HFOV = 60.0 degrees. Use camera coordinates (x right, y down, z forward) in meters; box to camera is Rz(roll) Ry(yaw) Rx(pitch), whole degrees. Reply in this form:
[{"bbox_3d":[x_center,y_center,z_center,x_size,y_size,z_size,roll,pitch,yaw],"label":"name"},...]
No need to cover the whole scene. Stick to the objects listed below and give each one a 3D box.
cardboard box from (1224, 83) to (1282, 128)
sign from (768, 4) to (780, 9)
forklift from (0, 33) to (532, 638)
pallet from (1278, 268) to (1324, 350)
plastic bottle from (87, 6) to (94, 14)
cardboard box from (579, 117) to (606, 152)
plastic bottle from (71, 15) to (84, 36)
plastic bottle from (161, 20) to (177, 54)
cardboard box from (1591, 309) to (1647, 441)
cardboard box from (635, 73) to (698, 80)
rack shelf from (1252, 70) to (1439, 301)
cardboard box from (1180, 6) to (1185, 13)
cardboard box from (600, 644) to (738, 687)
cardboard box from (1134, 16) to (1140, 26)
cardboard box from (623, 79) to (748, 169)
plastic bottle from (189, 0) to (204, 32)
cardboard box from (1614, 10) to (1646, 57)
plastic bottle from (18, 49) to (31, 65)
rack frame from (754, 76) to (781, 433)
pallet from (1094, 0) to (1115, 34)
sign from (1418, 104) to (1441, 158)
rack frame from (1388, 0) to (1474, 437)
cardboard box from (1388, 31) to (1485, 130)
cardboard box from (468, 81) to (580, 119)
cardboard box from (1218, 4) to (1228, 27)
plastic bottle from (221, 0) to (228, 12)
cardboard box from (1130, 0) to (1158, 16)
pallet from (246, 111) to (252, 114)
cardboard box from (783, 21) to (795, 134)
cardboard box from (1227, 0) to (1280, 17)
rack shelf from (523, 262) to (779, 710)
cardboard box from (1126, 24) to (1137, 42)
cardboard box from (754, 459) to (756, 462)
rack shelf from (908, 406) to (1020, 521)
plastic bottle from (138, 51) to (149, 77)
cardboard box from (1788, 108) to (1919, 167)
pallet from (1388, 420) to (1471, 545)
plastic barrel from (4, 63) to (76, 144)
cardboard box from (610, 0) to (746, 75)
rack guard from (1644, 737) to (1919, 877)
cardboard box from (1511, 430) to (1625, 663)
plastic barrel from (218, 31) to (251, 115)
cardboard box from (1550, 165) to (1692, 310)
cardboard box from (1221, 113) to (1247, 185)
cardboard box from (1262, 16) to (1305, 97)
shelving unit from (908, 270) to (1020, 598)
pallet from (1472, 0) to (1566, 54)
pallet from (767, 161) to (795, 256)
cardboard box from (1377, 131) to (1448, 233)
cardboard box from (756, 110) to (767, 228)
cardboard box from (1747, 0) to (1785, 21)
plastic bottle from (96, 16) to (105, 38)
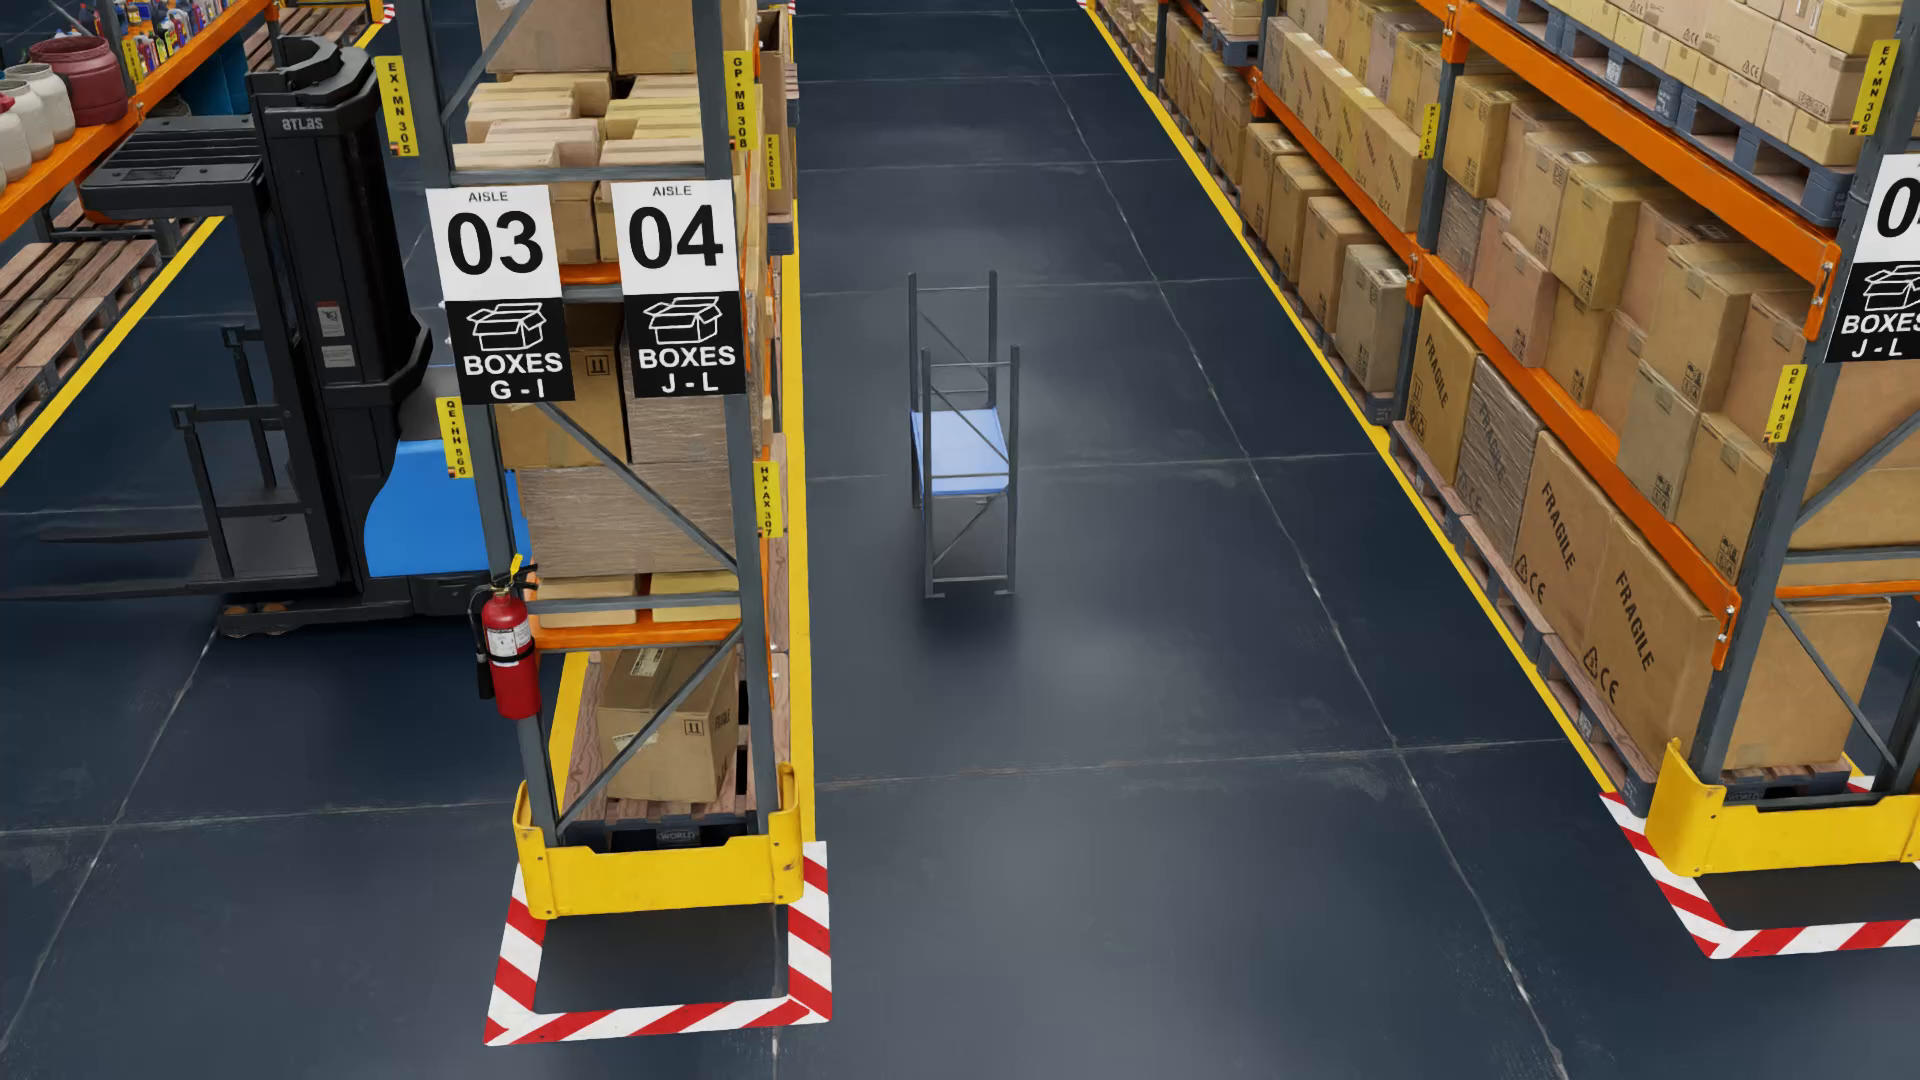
[{"bbox_3d":[2.613,-3.788,14.463,0.500,0.250,0.500,-3,31,-6],"label":"cardboard box"},{"bbox_3d":[-1.471,-4.330,13.022,0.100,0.325,0.005,-3,31,-5],"label":"sign"},{"bbox_3d":[-3.638,-1.025,8.607,3.031,2.935,1.130,-4,31,-6],"label":"forklift"},{"bbox_3d":[3.047,-1.798,12.554,1.003,0.211,1.213,-3,31,-5],"label":"pallet"},{"bbox_3d":[-7.540,-4.481,14.441,0.061,0.283,0.133,-3,31,-5],"label":"plastic bottle"},{"bbox_3d":[-1.610,-1.464,6.497,0.500,0.250,0.500,-3,31,-4],"label":"cardboard box"},{"bbox_3d":[-7.511,-4.318,14.169,0.061,0.283,0.133,-3,31,-5],"label":"plastic bottle"},{"bbox_3d":[-6.721,-4.263,14.087,0.097,0.271,0.097,0,31,0],"label":"plastic bottle"},{"bbox_3d":[3.605,-0.761,7.953,0.875,0.550,0.550,-3,31,-5],"label":"cardboard box"},{"bbox_3d":[-1.105,-1.825,6.712,0.380,0.149,0.250,-3,31,-5],"label":"cardboard box"},{"bbox_3d":[3.125,-2.692,12.034,1.077,0.370,4.000,-3,31,-5],"label":"rack shelf"},{"bbox_3d":[2.652,-5.864,18.433,0.380,0.149,0.250,-4,31,-6],"label":"cardboard box"},{"bbox_3d":[-1.394,0.518,7.986,0.500,0.500,0.500,5,31,8],"label":"cardboard box"},{"bbox_3d":[2.169,-5.830,18.665,0.380,0.149,0.250,-2,31,-3],"label":"cardboard box"},{"bbox_3d":[-1.147,-1.750,6.975,0.500,0.250,0.500,-3,31,-5],"label":"cardboard box"},{"bbox_3d":[-6.774,-4.658,14.737,0.061,0.283,0.133,-3,31,-5],"label":"plastic bottle"},{"bbox_3d":[3.175,-2.273,7.443,0.380,0.149,0.250,-2,31,-4],"label":"cardboard box"},{"bbox_3d":[-7.404,-3.735,13.192,0.061,0.283,0.133,-3,31,-5],"label":"plastic bottle"},{"bbox_3d":[-1.636,-1.794,9.828,1.000,3.000,0.127,-3,31,-5],"label":"rack frame"},{"bbox_3d":[2.238,-6.454,20.350,1.003,0.211,1.213,-3,31,-5],"label":"pallet"},{"bbox_3d":[2.772,-2.412,9.811,0.100,0.325,0.005,-3,31,-5],"label":"sign"},{"bbox_3d":[3.312,-1.980,10.140,1.000,3.000,0.127,-3,31,-5],"label":"rack frame"},{"bbox_3d":[3.209,-2.968,10.721,0.700,0.500,0.500,-3,31,-5],"label":"cardboard box"},{"bbox_3d":[-1.689,-1.673,6.458,0.380,0.149,0.250,-3,31,-4],"label":"cardboard box"},{"bbox_3d":[2.413,-4.451,14.113,0.380,0.149,0.250,-3,31,-5],"label":"cardboard box"},{"bbox_3d":[-6.886,-5.072,15.364,0.144,0.351,0.185,-3,31,-5],"label":"plastic bottle"},{"bbox_3d":[2.114,-5.971,18.611,0.380,0.149,0.250,-4,31,-7],"label":"cardboard box"},{"bbox_3d":[-7.284,-4.048,16.321,1.003,0.211,1.213,-3,31,-5],"label":"pallet"},{"bbox_3d":[-2.220,-4.365,15.794,1.225,0.875,0.875,-4,31,-6],"label":"cardboard box"},{"bbox_3d":[2.438,-4.453,13.825,0.380,0.149,0.250,-2,31,-4],"label":"cardboard box"},{"bbox_3d":[-1.449,-0.464,8.303,1.077,0.370,4.000,-3,31,-5],"label":"rack shelf"},{"bbox_3d":[2.091,-5.733,18.794,0.380,0.149,0.250,-3,31,-5],"label":"cardboard box"},{"bbox_3d":[-1.125,-0.312,7.593,0.380,0.149,0.250,-3,31,-5],"label":"cardboard box"},{"bbox_3d":[0.008,-0.446,9.385,0.538,0.185,1.000,-3,31,-5],"label":"rack shelf"},{"bbox_3d":[-6.652,-3.860,13.481,0.097,0.201,0.097,0,31,0],"label":"plastic bottle"},{"bbox_3d":[3.317,-1.494,6.140,0.380,0.149,0.250,-3,31,-5],"label":"cardboard box"},{"bbox_3d":[3.305,-0.391,10.199,1.003,0.211,1.213,-3,31,-5],"label":"pallet"},{"bbox_3d":[-6.632,-3.132,11.959,0.421,0.512,0.421,0,31,0],"label":"plastic barrel"},{"bbox_3d":[-1.132,-2.196,6.701,0.500,0.500,0.500,-3,31,-5],"label":"cardboard box"},{"bbox_3d":[3.688,1.148,7.341,1.175,0.500,0.348,-3,31,-5],"label":"rack guard"},{"bbox_3d":[3.472,0.002,8.484,0.875,0.875,0.875,-3,31,-5],"label":"cardboard box"},{"bbox_3d":[-7.281,-4.642,16.233,0.600,0.901,0.708,-3,31,-5],"label":"plastic barrel"},{"bbox_3d":[3.450,-1.490,8.121,0.875,0.550,0.500,-3,31,-5],"label":"cardboard box"},{"bbox_3d":[2.616,-3.453,14.634,0.500,0.500,0.500,-3,31,-5],"label":"cardboard box"},{"bbox_3d":[2.711,-3.823,13.128,0.500,0.500,0.500,-2,31,-4],"label":"cardboard box"},{"bbox_3d":[0.008,-0.600,9.292,0.538,1.500,1.048,-3,31,-5],"label":"shelving unit"},{"bbox_3d":[3.378,-2.812,8.693,1.003,0.211,1.213,-3,31,-5],"label":"pallet"},{"bbox_3d":[-1.563,-2.109,10.543,1.003,0.211,1.213,-3,31,-5],"label":"pallet"},{"bbox_3d":[2.997,-2.277,10.539,0.500,0.500,0.500,-3,31,-5],"label":"cardboard box"},{"bbox_3d":[-1.272,-1.922,8.680,0.500,0.500,0.500,-3,31,-5],"label":"cardboard box"},{"bbox_3d":[3.270,-2.097,6.372,0.380,0.149,0.250,-2,31,-4],"label":"cardboard box"},{"bbox_3d":[-7.384,-4.420,14.338,0.061,0.283,0.133,-3,31,-5],"label":"plastic bottle"}]
